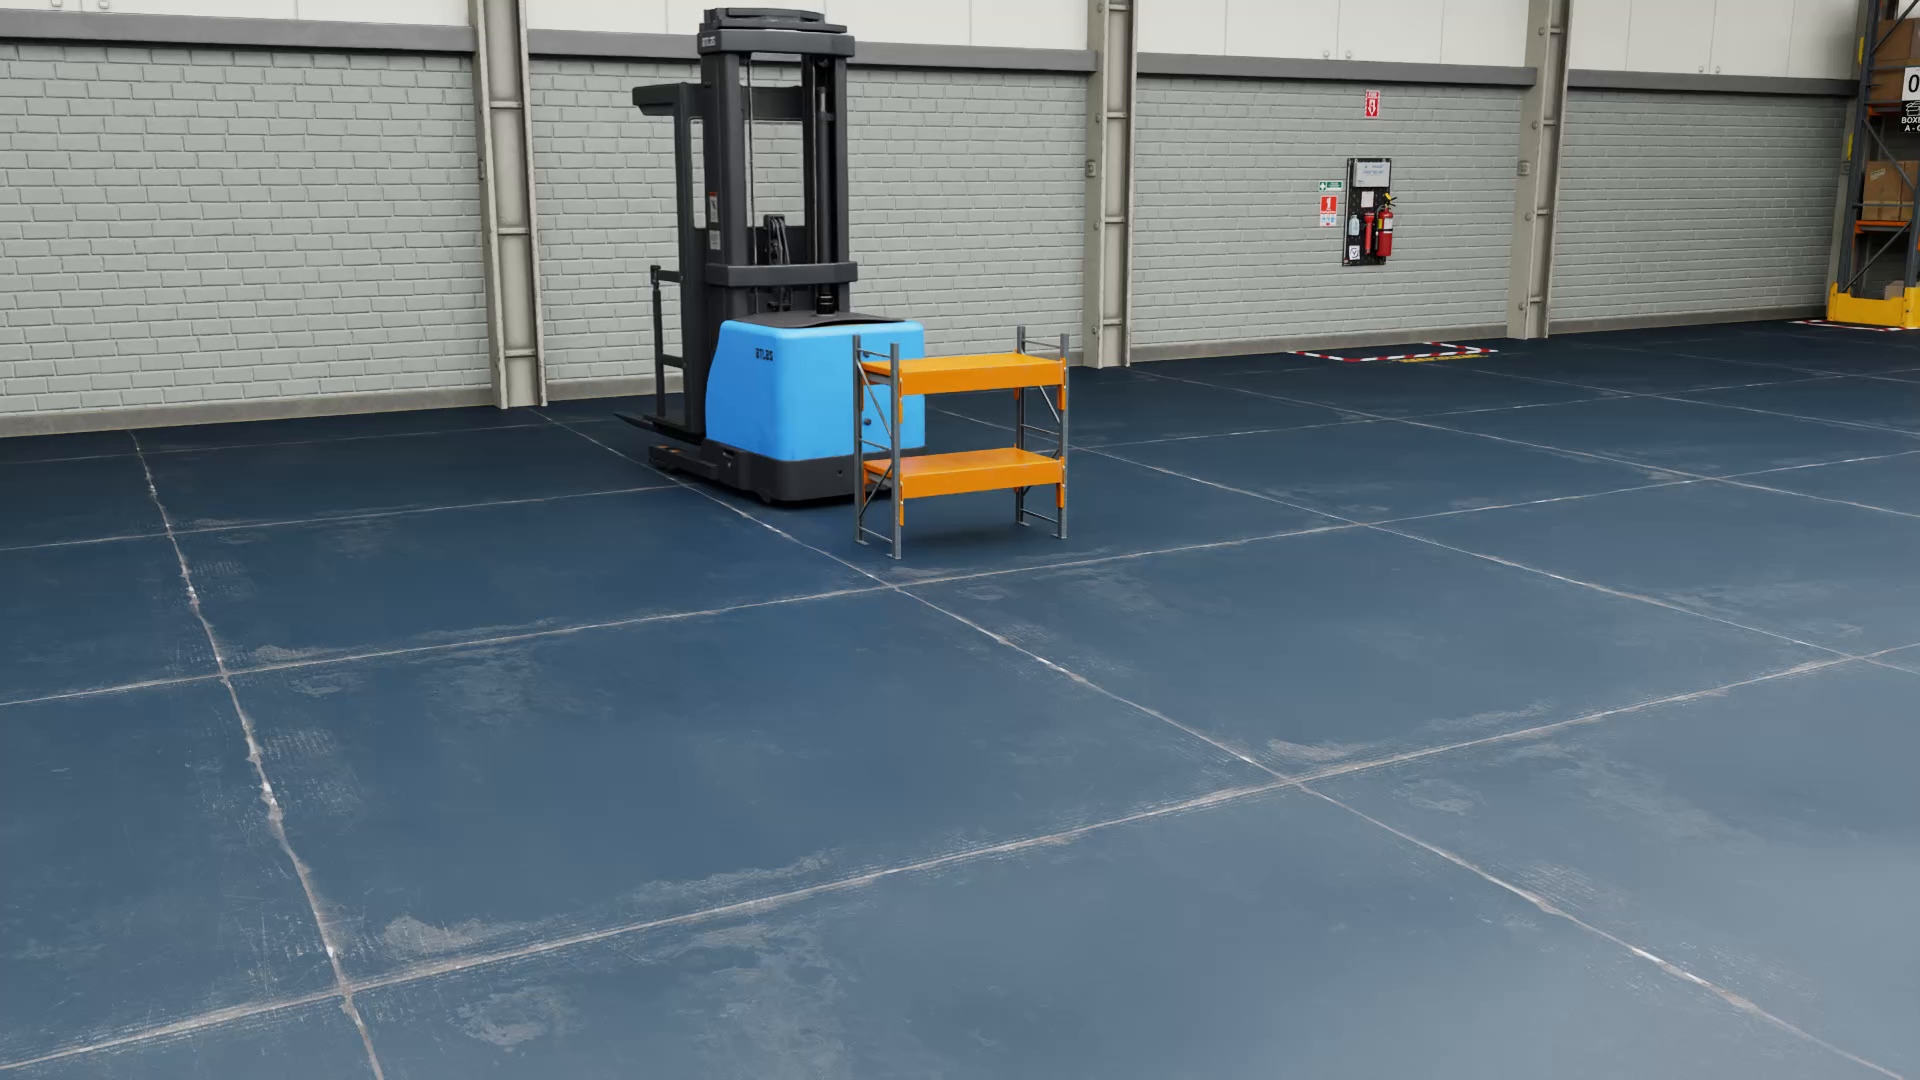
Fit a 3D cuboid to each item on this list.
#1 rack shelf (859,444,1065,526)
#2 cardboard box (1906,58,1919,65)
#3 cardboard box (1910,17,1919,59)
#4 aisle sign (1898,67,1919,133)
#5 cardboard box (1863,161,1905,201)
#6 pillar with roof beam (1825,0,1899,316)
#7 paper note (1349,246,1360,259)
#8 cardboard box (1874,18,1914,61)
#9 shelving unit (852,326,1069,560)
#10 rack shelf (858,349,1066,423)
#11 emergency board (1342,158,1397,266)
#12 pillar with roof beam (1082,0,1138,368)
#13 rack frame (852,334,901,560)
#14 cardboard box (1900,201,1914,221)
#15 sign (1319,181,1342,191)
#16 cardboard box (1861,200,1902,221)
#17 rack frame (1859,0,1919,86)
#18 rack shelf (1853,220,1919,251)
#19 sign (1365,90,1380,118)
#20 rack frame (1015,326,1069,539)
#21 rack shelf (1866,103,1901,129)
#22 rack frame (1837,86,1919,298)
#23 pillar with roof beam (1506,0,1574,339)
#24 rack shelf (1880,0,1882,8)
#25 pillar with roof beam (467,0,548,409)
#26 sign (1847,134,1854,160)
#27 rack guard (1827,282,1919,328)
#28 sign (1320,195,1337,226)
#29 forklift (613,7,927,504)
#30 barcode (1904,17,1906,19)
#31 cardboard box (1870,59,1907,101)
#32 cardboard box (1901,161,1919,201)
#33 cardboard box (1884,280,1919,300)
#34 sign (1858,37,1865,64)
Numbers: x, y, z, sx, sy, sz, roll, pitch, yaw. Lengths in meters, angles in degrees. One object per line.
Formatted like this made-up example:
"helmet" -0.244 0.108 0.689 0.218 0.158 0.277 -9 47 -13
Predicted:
"rack shelf" 0.006 -0.311 9.043 1.000 0.278 0.538 -7 14 -28
"cardboard box" 12.243 -5.783 20.867 0.500 0.500 0.500 -6 14 -26
"cardboard box" 12.284 -6.277 20.787 0.500 0.500 0.500 -8 15 -32
"aisle sign" 11.910 -5.477 20.691 0.004 0.787 0.394 -7 14 -28
"cardboard box" 12.141 -4.667 21.601 0.500 0.500 0.500 -7 14 -28
"pillar with roof beam" 14.092 -6.611 17.990 0.400 9.000 9.100 -7 14 -28
"paper note" 4.387 -3.195 18.481 0.142 0.148 0.016 -7 14 -28
"cardboard box" 12.083 -6.379 21.240 0.500 0.500 0.500 -6 14 -25
"shelving unit" 0.006 -0.549 8.989 1.048 1.125 0.538 -7 14 -28
"rack shelf" 0.006 -0.835 8.925 1.000 0.278 0.538 -7 14 -28
"emergency board" 4.576 -3.630 18.408 0.643 1.169 0.194 -7 14 -28
"pillar with roof beam" 3.559 -5.349 12.380 0.400 9.000 9.100 -7 14 -28
"rack frame" -0.440 -0.496 8.751 0.032 1.125 0.500 -7 14 -28
"cardboard box" 12.410 -4.200 21.238 0.500 0.250 0.500 -7 15 -29
"sign" 4.049 -3.867 18.170 0.331 0.109 0.001 -7 14 -28
"cardboard box" 12.147 -4.297 21.666 0.500 0.250 0.500 -7 14 -27
"rack frame" 11.829 -7.200 20.608 0.127 3.000 1.000 -7 14 -28
"rack shelf" 13.585 -4.133 22.281 4.000 0.370 1.077 -7 14 -28
"sign" 4.521 -4.779 18.235 0.199 0.298 0.001 -7 14 -28
"rack frame" 0.452 -0.603 9.226 0.032 1.125 0.500 -7 14 -28
"rack shelf" 13.585 -5.596 21.952 4.000 0.370 1.077 -7 14 -28
"rack frame" 11.829 -4.274 21.267 0.127 3.000 1.000 -7 14 -28
"pillar with roof beam" 8.826 -5.980 15.185 0.400 9.000 9.100 -7 14 -28
"rack shelf" 13.585 -7.058 21.623 4.000 0.370 1.077 -7 14 -28
"pillar with roof beam" -1.707 -4.718 9.576 0.400 9.000 9.100 -7 14 -28
"sign" 11.581 -5.102 21.590 0.005 0.325 0.100 -7 14 -28
"rack guard" 11.896 -3.062 21.577 0.348 0.500 1.175 -7 14 -28
"sign" 4.041 -3.609 18.234 0.234 0.329 0.001 -7 14 -28
"forklift" -1.443 -1.919 10.962 1.130 2.935 3.031 -8 15 -33
"barcode" 12.213 -6.737 21.511 0.075 0.075 0.001 -7 14 -28
"cardboard box" 12.074 -5.888 21.336 0.500 0.500 0.500 -6 14 -24
"cardboard box" 12.392 -4.568 21.165 0.500 0.500 0.500 -7 14 -28
"cardboard box" 12.480 -3.232 21.760 0.500 0.311 0.500 -9 15 -34
"sign" 11.581 -6.278 21.325 0.005 0.325 0.100 -7 14 -28
